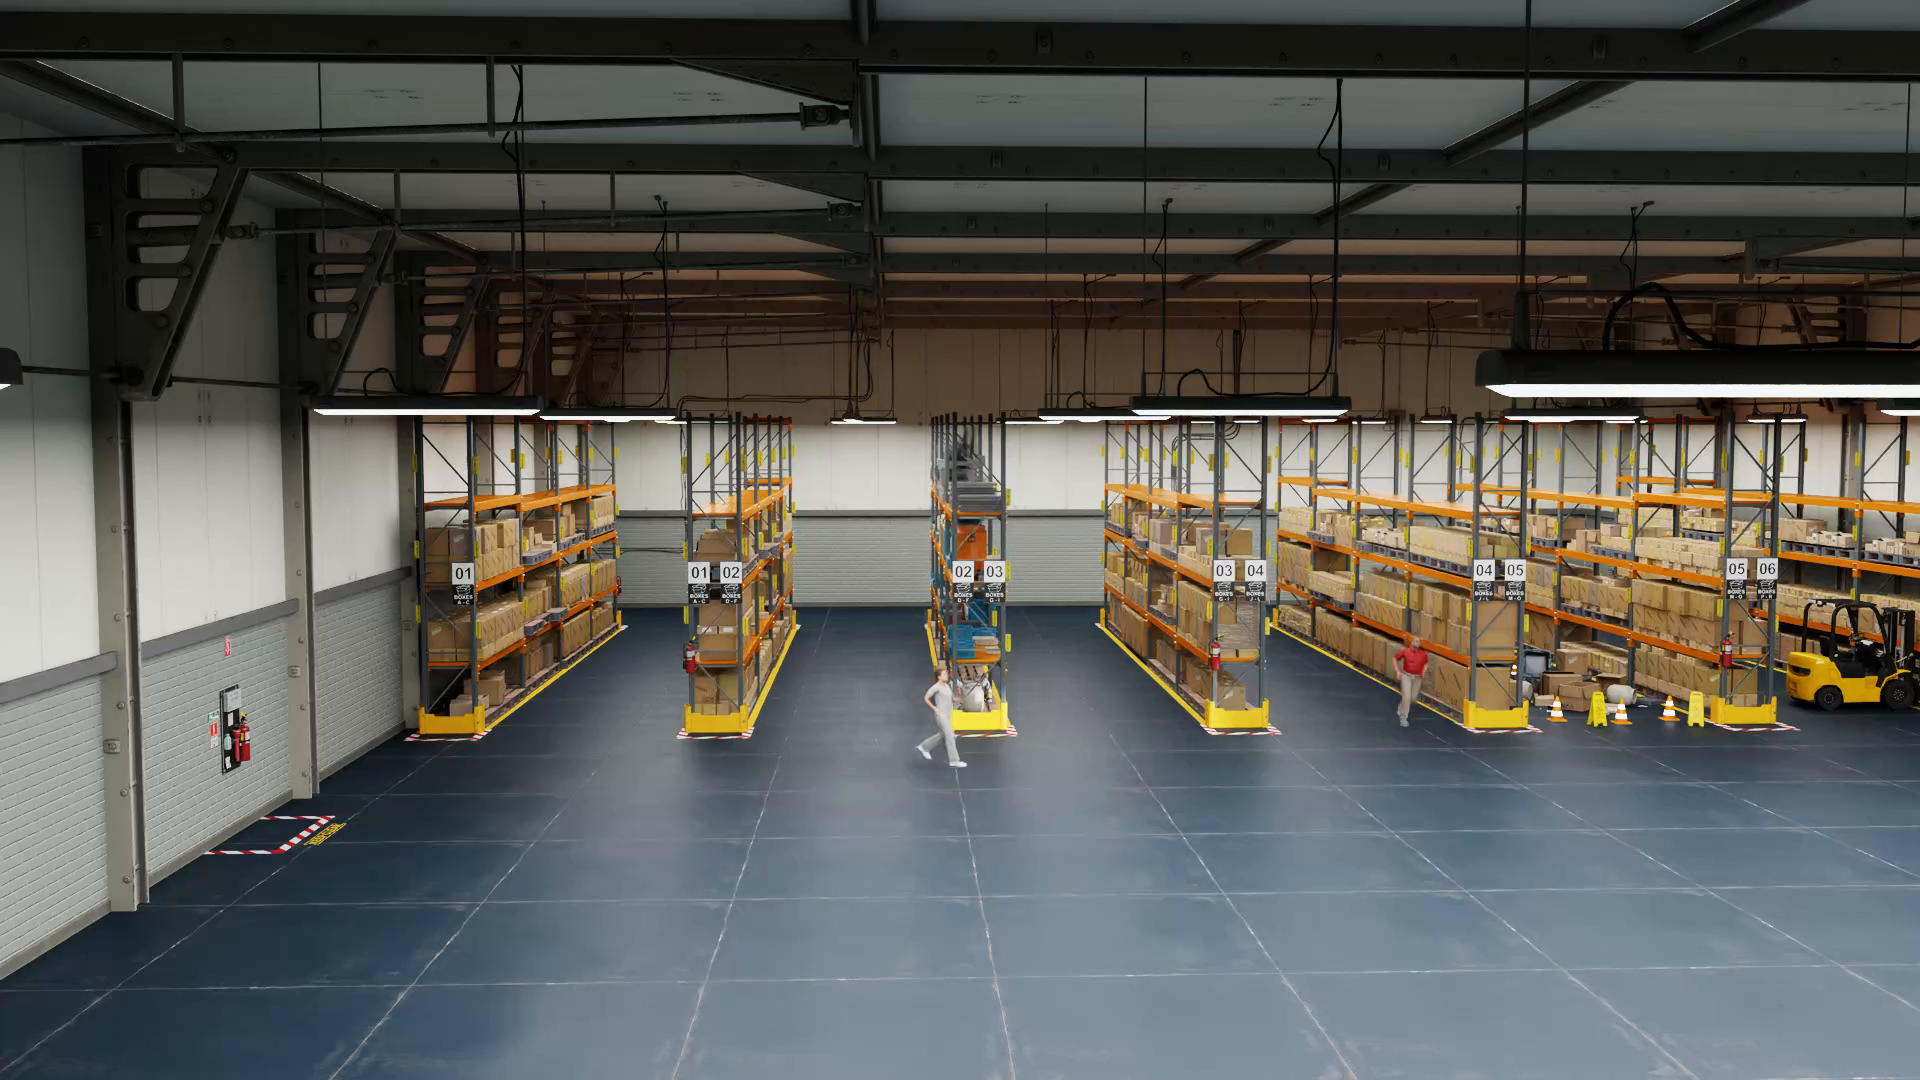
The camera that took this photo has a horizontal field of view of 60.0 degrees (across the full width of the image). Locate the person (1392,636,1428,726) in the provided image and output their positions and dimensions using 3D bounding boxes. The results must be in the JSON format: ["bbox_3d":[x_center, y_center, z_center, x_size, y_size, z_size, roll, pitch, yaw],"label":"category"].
[{"bbox_3d":[8.727,2.709,32.188,0.702,1.706,0.814,0,4,-7],"label":"person"}]

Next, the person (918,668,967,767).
[{"bbox_3d":[-0.308,2.970,28.002,0.960,1.635,0.570,2,4,25],"label":"person"}]

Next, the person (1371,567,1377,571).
[{"bbox_3d":[12.306,1.603,49.149,1.027,1.604,0.499,0,4,-6],"label":"person"}]

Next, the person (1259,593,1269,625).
[{"bbox_3d":[7.965,1.880,44.526,0.617,1.627,0.724,0,4,-2],"label":"person"}]
